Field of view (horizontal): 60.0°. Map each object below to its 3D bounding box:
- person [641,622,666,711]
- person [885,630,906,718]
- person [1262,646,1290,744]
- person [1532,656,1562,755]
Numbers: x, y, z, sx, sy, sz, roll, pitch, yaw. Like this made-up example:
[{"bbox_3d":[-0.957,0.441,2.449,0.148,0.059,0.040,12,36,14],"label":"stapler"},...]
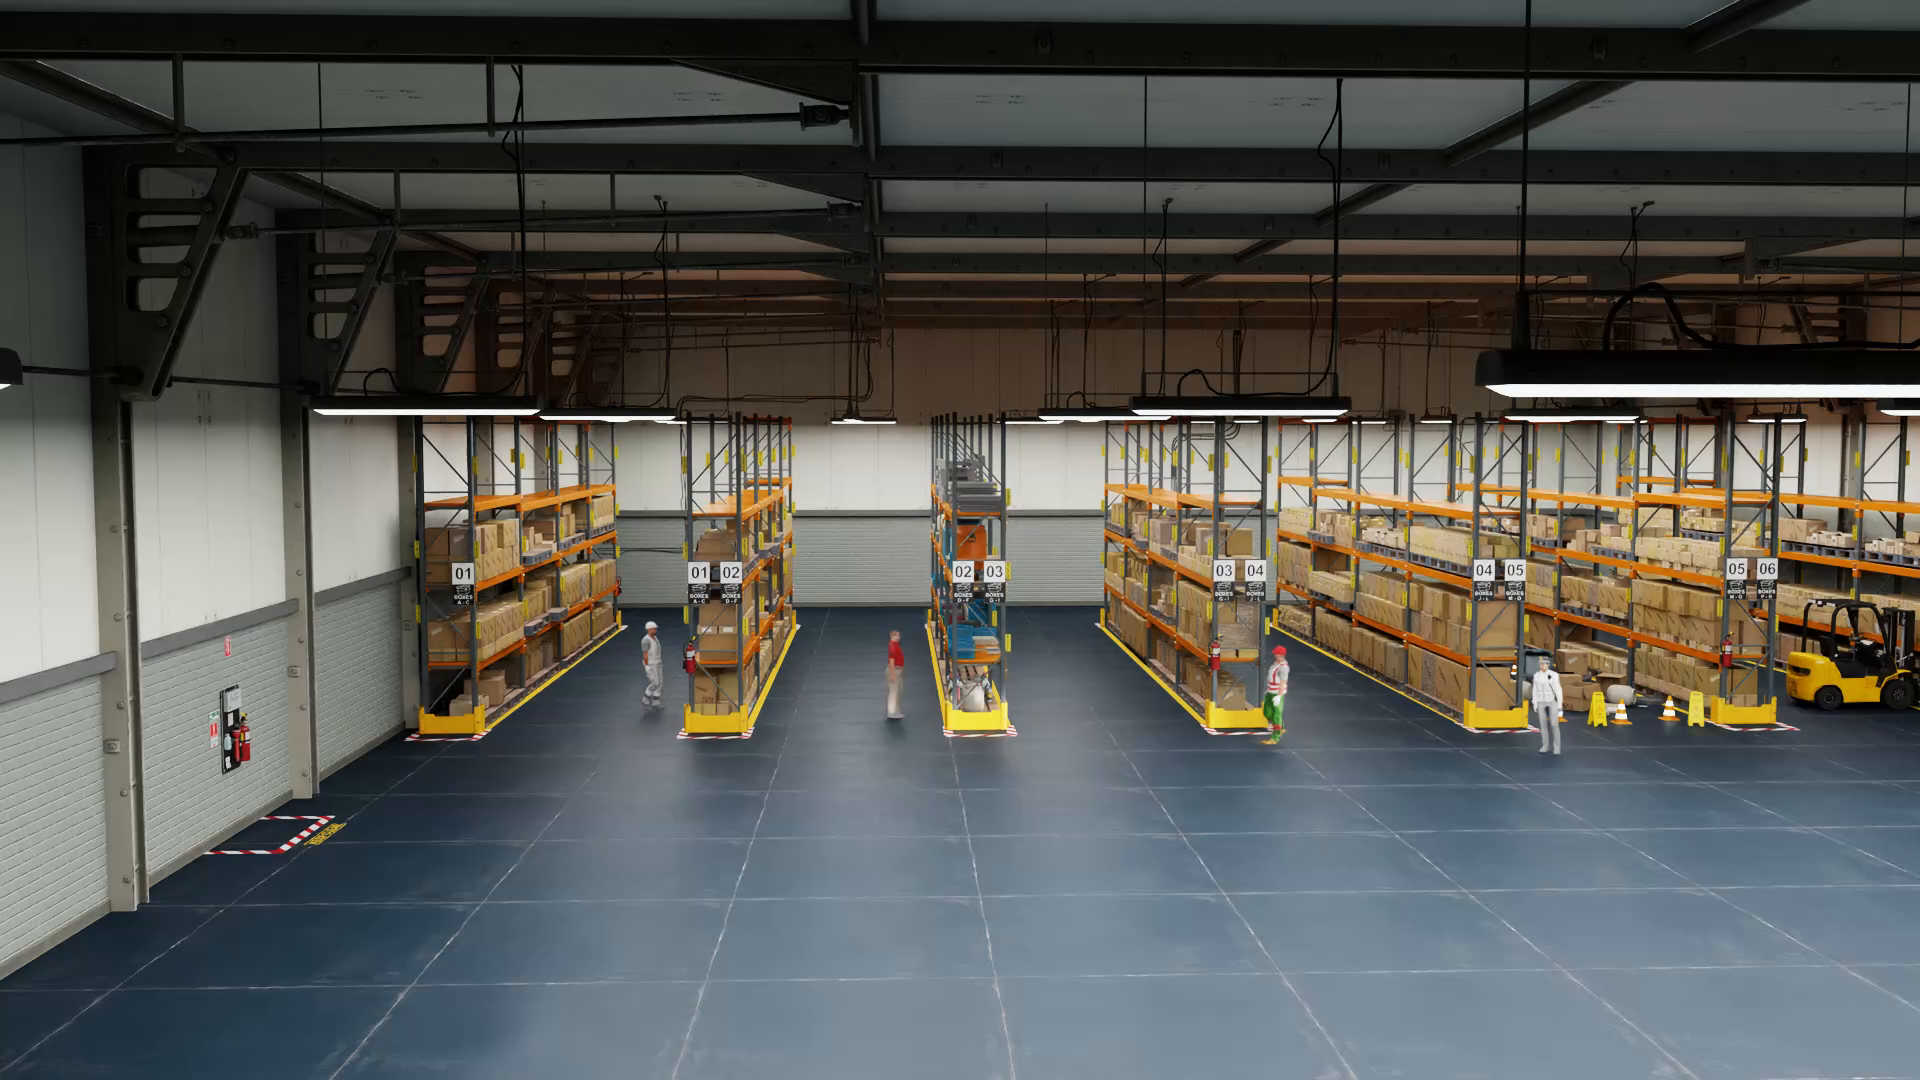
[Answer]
[{"bbox_3d":[-6.192,2.557,33.737,0.444,1.812,0.577,1,4,19],"label":"person"},{"bbox_3d":[-1.269,2.658,32.767,0.405,1.778,0.610,0,4,2],"label":"person"},{"bbox_3d":[5.693,2.785,30.119,0.595,1.779,0.649,-1,4,-14],"label":"person"},{"bbox_3d":[10.337,2.905,29.277,0.555,1.719,0.351,3,5,39],"label":"person"}]
